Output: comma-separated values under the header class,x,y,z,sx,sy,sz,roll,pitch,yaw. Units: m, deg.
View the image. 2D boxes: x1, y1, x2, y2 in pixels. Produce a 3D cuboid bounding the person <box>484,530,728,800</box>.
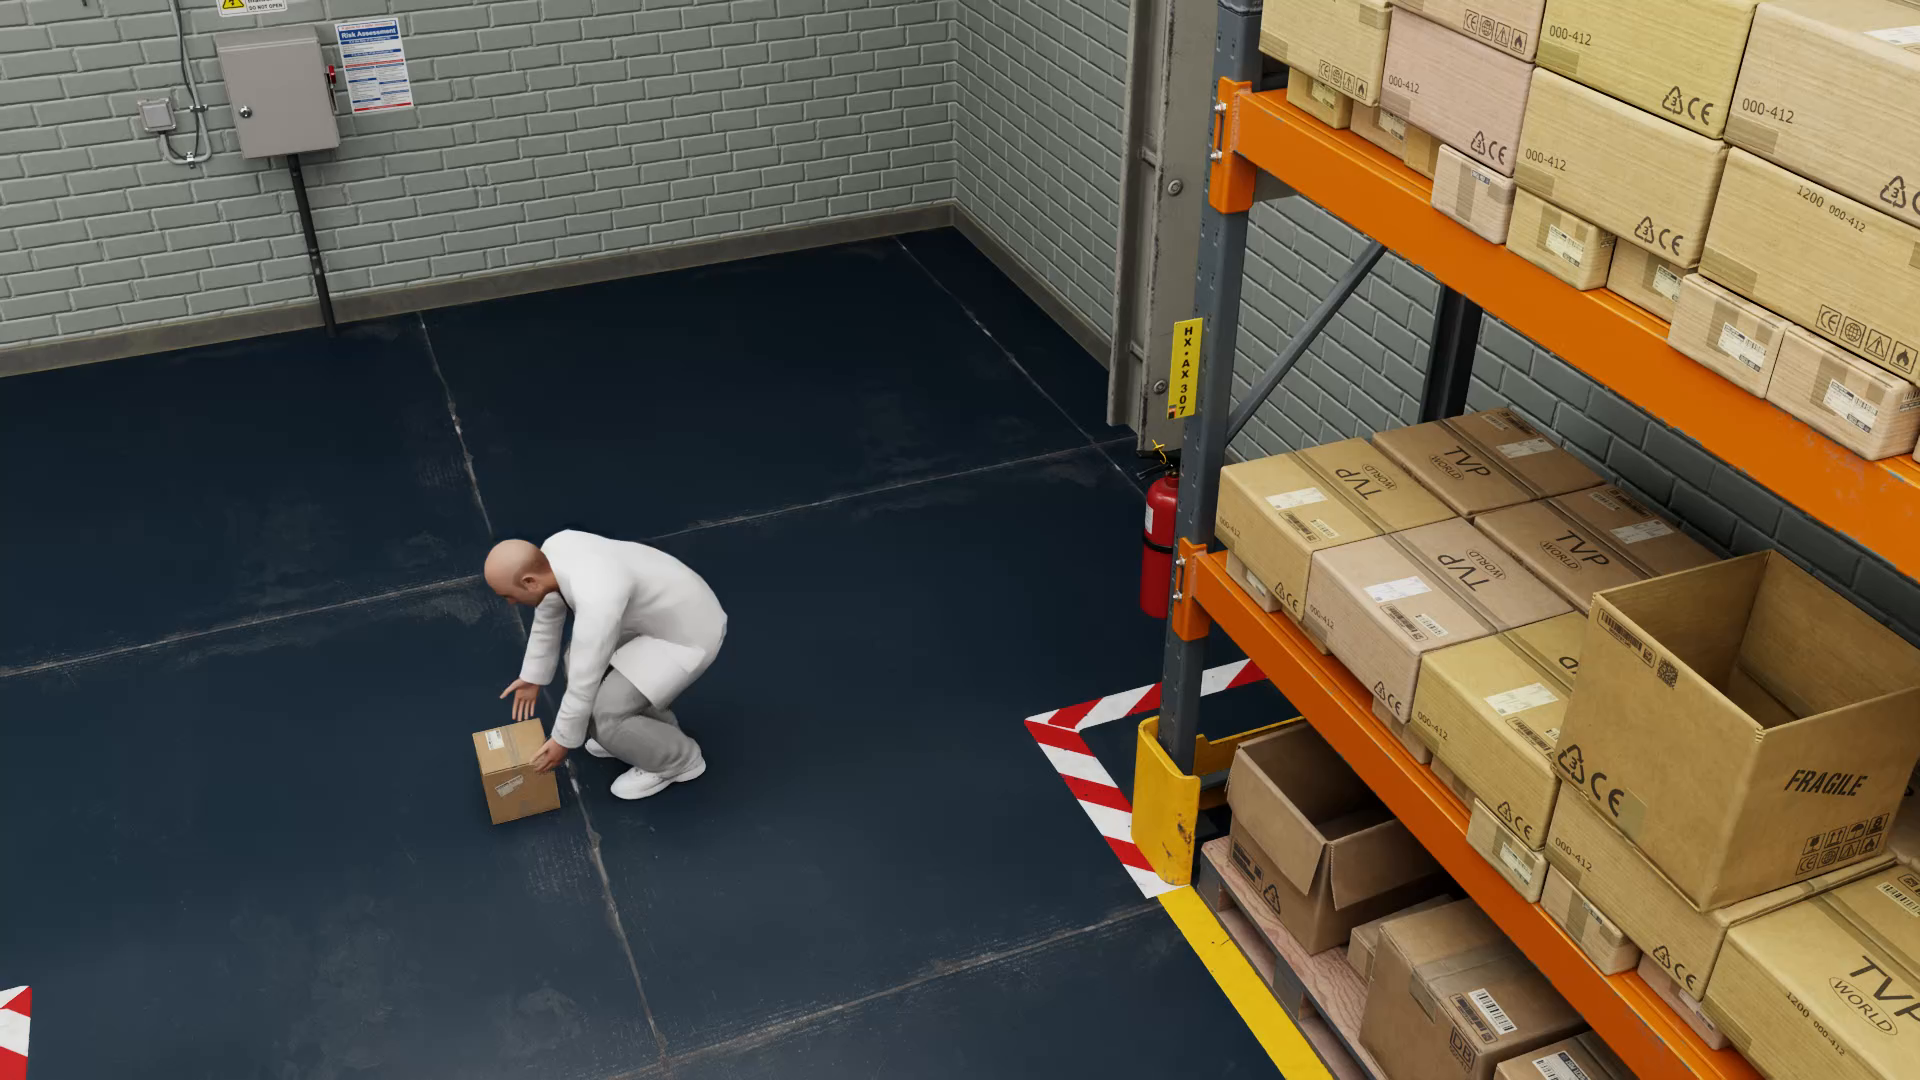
class,x,y,z,sx,sy,sz,roll,pitch,yaw
person,-1.261,0.417,6.101,0.842,1.137,0.617,-13,35,-19
